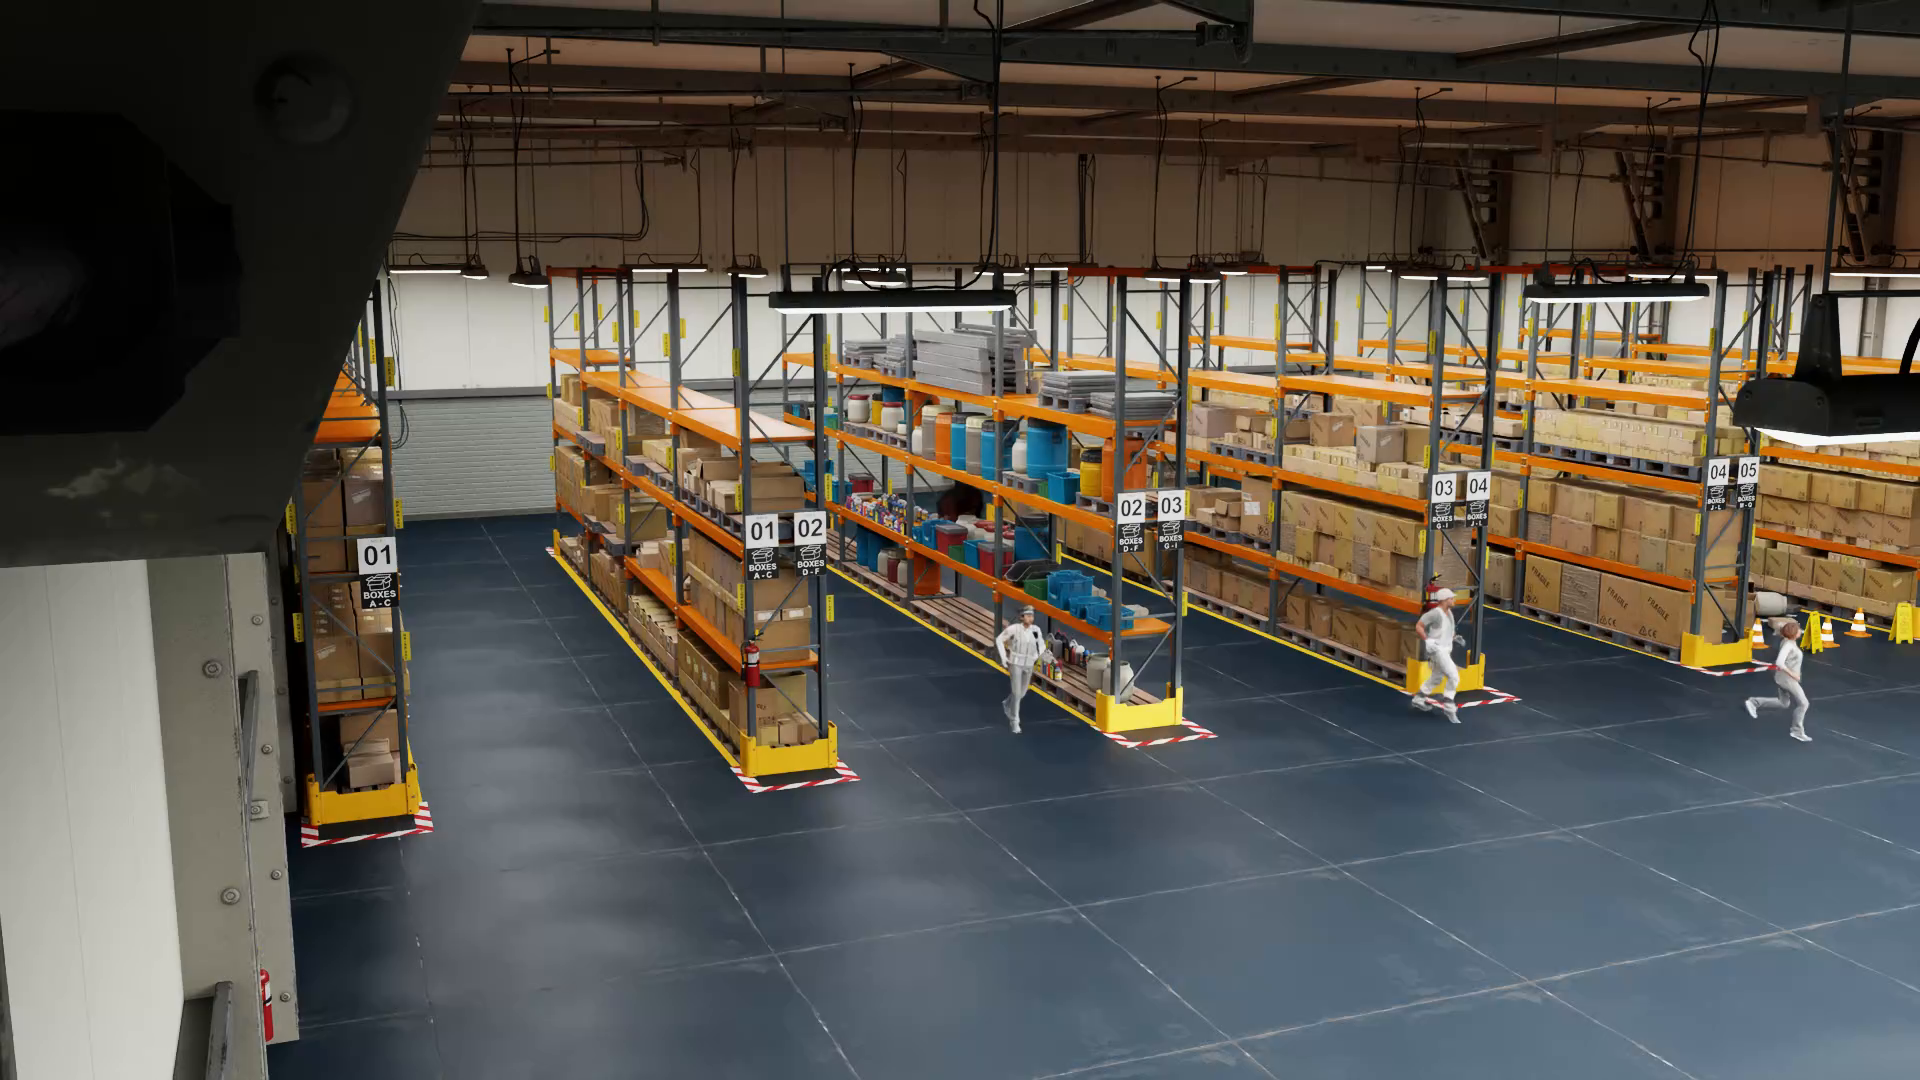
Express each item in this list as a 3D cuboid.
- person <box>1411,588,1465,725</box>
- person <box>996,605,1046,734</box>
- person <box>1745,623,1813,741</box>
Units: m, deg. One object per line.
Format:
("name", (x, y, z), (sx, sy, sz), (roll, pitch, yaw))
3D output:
("person", (6.551, 1.552, 22.655), (0.784, 1.822, 0.666), (7, 12, 36))
("person", (0.820, 1.704, 22.273), (0.669, 1.736, 0.762), (-3, 10, -19))
("person", (10.744, 1.846, 21.720), (0.831, 1.573, 0.530), (3, 10, 16))
